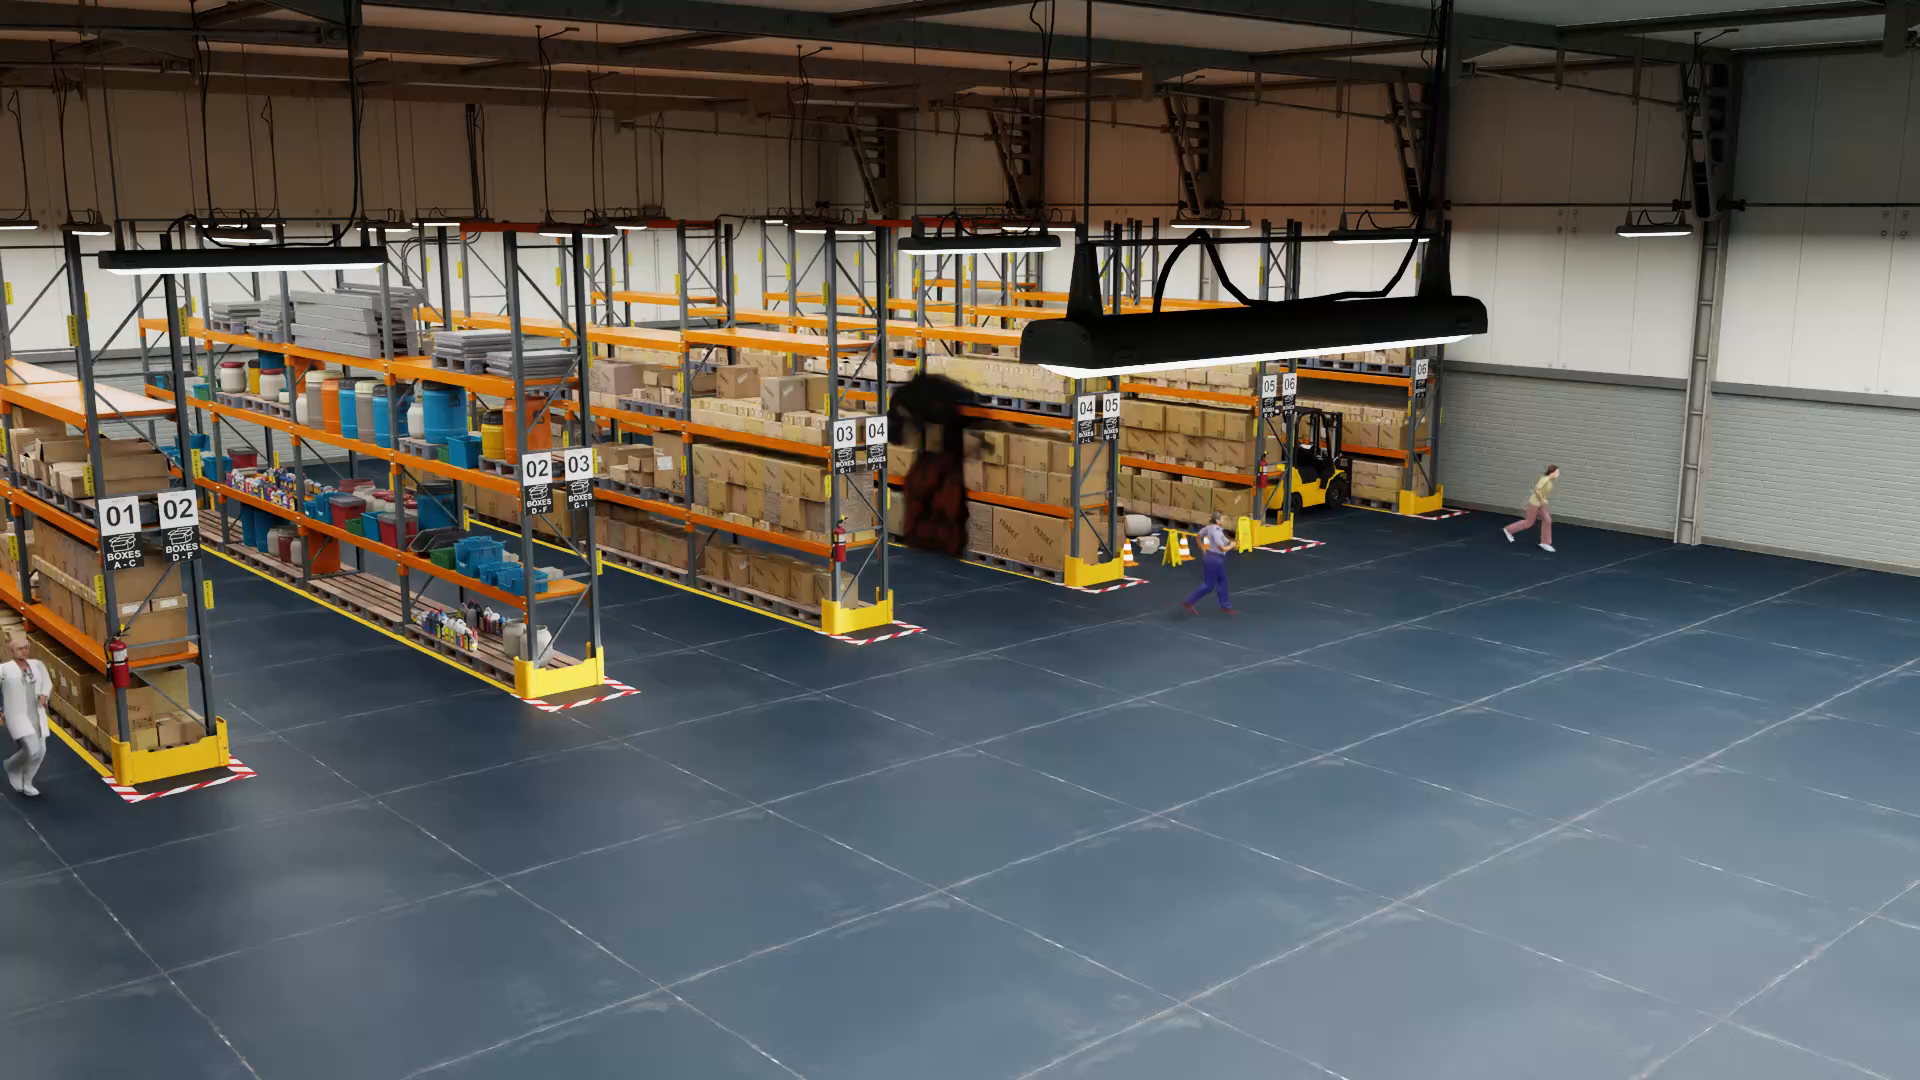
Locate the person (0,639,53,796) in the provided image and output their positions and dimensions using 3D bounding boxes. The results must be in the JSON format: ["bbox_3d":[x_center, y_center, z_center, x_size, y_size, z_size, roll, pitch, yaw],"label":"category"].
[{"bbox_3d":[-10.109,2.039,18.013,0.579,1.491,0.701,5,13,24],"label":"person"}]

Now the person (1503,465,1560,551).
[{"bbox_3d":[10.667,-0.626,31.018,0.990,1.623,0.604,6,13,27],"label":"person"}]

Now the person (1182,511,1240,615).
[{"bbox_3d":[3.925,0.369,25.765,0.893,1.652,0.598,0,11,-2],"label":"person"}]
